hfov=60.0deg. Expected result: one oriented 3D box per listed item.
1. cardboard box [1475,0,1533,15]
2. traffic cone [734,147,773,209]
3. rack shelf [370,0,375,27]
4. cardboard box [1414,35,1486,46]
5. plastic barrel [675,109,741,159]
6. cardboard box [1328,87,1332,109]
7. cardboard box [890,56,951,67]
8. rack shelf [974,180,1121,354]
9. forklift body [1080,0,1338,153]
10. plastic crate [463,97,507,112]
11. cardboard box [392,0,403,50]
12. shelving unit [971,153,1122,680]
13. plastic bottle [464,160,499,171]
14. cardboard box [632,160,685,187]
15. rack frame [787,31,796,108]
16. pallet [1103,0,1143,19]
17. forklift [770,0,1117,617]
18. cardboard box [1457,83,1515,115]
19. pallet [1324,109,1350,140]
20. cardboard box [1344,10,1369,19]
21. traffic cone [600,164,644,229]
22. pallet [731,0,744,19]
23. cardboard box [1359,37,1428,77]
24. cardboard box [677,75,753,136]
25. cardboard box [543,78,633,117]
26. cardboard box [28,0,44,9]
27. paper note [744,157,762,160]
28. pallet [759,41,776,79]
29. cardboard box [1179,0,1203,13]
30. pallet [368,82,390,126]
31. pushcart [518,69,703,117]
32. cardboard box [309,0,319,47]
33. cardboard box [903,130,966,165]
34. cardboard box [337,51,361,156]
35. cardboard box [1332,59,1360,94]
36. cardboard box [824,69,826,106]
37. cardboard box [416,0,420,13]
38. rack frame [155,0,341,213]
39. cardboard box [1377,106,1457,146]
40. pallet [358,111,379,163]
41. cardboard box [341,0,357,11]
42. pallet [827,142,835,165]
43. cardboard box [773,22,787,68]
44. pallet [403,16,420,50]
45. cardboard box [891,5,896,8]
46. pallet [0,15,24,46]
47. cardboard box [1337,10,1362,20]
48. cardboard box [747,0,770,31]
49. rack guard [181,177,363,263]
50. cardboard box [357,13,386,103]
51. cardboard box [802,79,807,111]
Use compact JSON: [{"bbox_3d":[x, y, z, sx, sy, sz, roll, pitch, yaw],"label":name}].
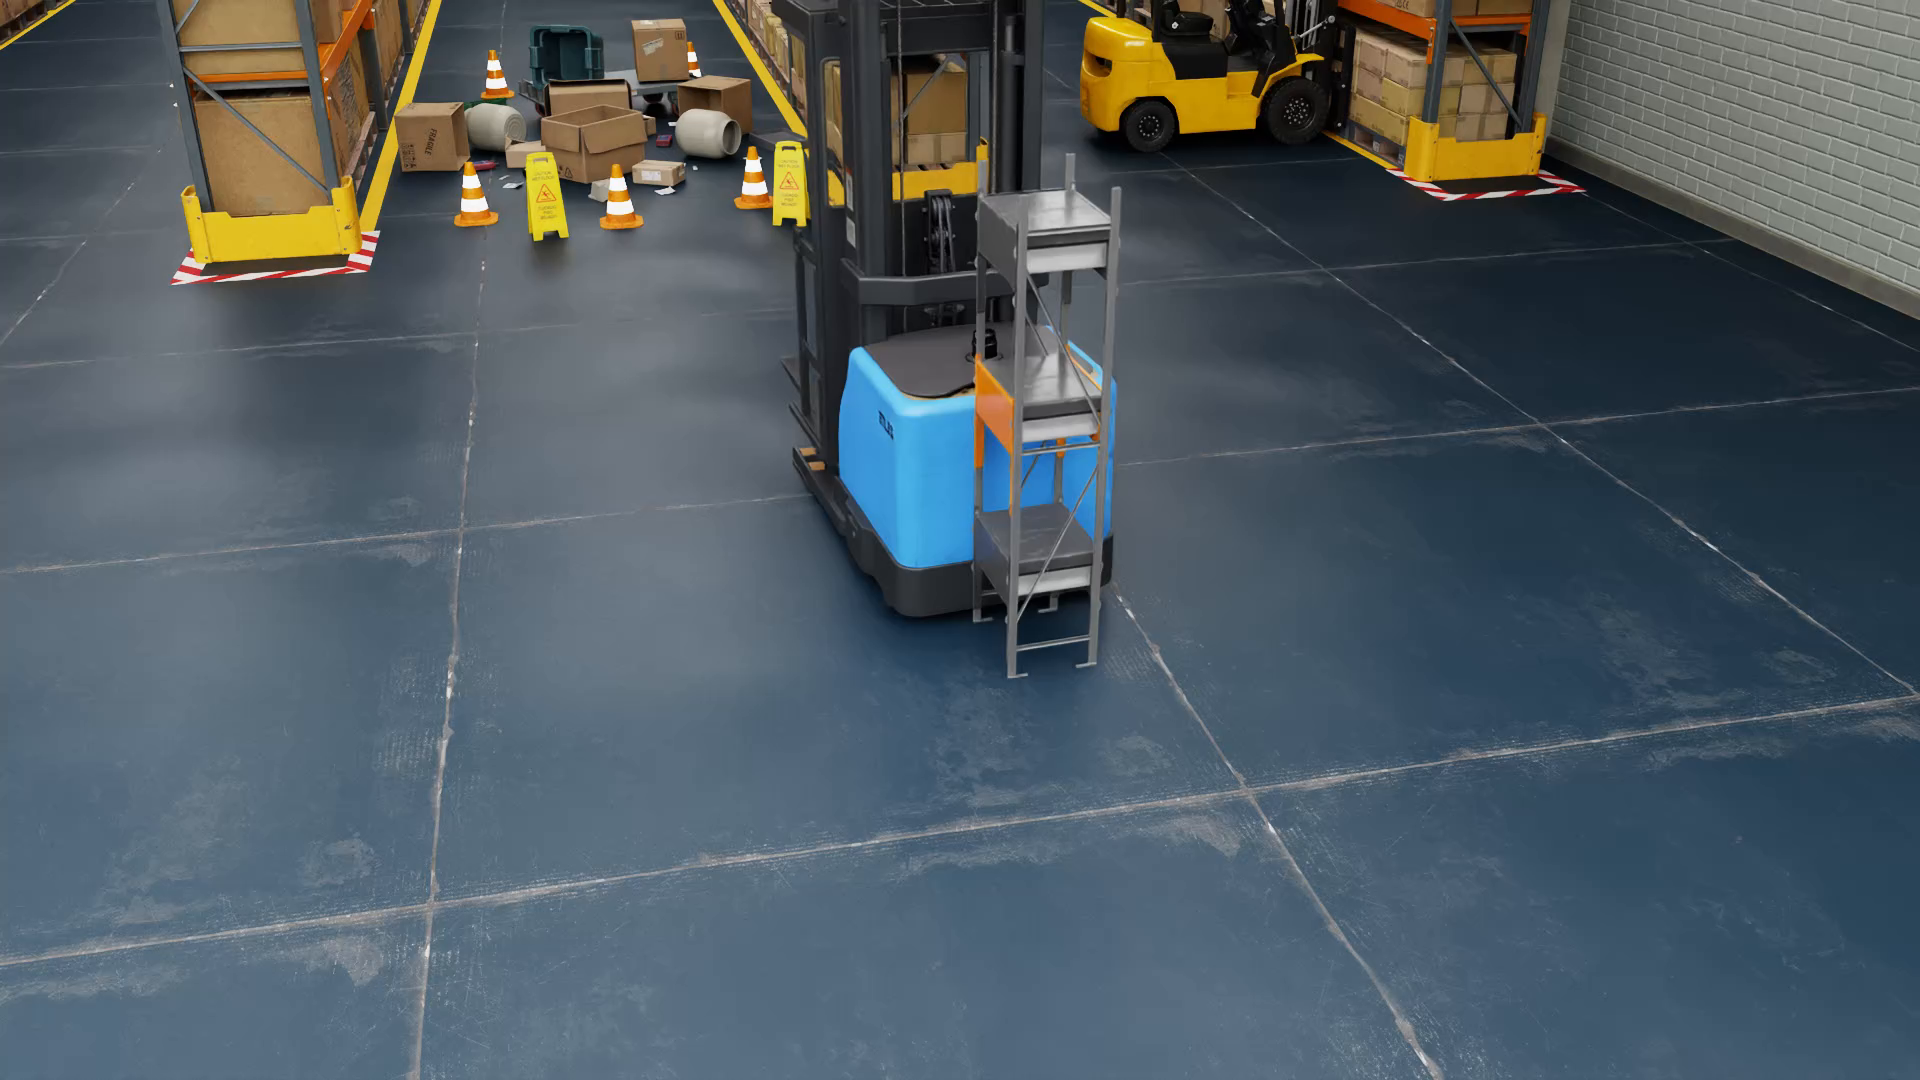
[{"bbox_3d":[4.655,-4.869,14.457,0.500,0.500,0.500,-5,27,-10],"label":"cardboard box"},{"bbox_3d":[-1.693,-2.998,13.677,0.336,0.463,0.334,-6,27,-12],"label":"traffic cone"},{"bbox_3d":[-6.492,-5.839,17.288,1.077,0.370,4.000,-6,27,-12],"label":"rack shelf"},{"bbox_3d":[4.456,-4.434,15.182,0.500,0.250,0.500,-6,27,-12],"label":"cardboard box"},{"bbox_3d":[-2.280,-3.676,15.063,0.512,0.421,0.421,13,30,24],"label":"plastic barrel"},{"bbox_3d":[3.736,-4.378,16.181,0.500,0.250,0.500,-5,27,-10],"label":"cardboard box"},{"bbox_3d":[-0.380,-3.989,14.578,0.500,0.500,0.500,-7,28,-14],"label":"cardboard box"},{"bbox_3d":[0.334,-1.077,6.517,0.431,0.518,0.480,-8,29,-15],"label":"rack shelf"},{"bbox_3d":[2.291,-4.847,15.466,2.313,2.155,1.214,-6,27,-12],"label":"forklift body"},{"bbox_3d":[-4.725,-4.109,16.119,0.450,0.188,0.662,-2,25,20],"label":"plastic crate"},{"bbox_3d":[-6.893,-5.945,18.730,1.050,0.750,0.750,-6,27,-12],"label":"cardboard box"},{"bbox_3d":[0.330,-0.471,6.840,0.431,2.100,0.503,-8,29,-15],"label":"shelving unit"},{"bbox_3d":[-4.248,-3.324,14.768,0.283,0.061,0.133,-16,31,-29],"label":"plastic bottle"},{"bbox_3d":[-2.603,-3.170,14.366,0.380,0.149,0.250,8,28,15],"label":"cardboard box"},{"bbox_3d":[-1.241,-5.829,16.470,1.000,3.000,0.127,-6,27,-12],"label":"rack frame"},{"bbox_3d":[2.561,-7.177,22.236,1.003,0.211,1.213,-6,27,-12],"label":"pallet"},{"bbox_3d":[-0.256,-1.609,8.184,1.130,2.935,3.031,-9,28,-17],"label":"forklift"},{"bbox_3d":[4.592,-3.989,14.856,0.500,0.250,0.500,-5,27,-11],"label":"cardboard box"},{"bbox_3d":[4.011,-4.200,16.337,1.003,0.211,1.213,-6,27,-12],"label":"pallet"},{"bbox_3d":[4.123,-5.100,16.502,0.500,0.250,0.500,-6,27,-11],"label":"cardboard box"},{"bbox_3d":[-2.698,-2.736,13.158,0.336,0.463,0.334,-6,27,-12],"label":"traffic cone"},{"bbox_3d":[-2.518,-7.228,22.337,1.003,0.211,1.213,-6,27,-12],"label":"pallet"},{"bbox_3d":[3.967,-4.379,15.073,0.500,0.250,0.500,-5,27,-11],"label":"cardboard box"},{"bbox_3d":[-2.325,-4.106,15.827,0.500,0.500,0.500,13,30,24],"label":"cardboard box"},{"bbox_3d":[-3.421,-3.943,15.353,0.797,0.637,0.503,-6,27,-12],"label":"cardboard box"},{"bbox_3d":[-12.535,-7.295,21.266,1.225,0.875,0.875,-6,27,-11],"label":"cardboard box"},{"bbox_3d":[-1.876,-3.471,15.093,0.142,0.019,0.148,-16,31,-29],"label":"paper note"},{"bbox_3d":[-1.696,-5.462,18.838,1.003,0.211,1.213,-6,27,-12],"label":"pallet"},{"bbox_3d":[3.127,-6.361,19.694,0.875,0.625,0.625,-7,28,-14],"label":"cardboard box"},{"bbox_3d":[-6.288,-4.368,16.670,1.003,0.211,1.213,-6,27,-12],"label":"pallet"},{"bbox_3d":[-3.451,-4.405,16.558,1.648,0.377,0.936,-16,31,-29],"label":"pushcart"},{"bbox_3d":[-5.412,-3.991,12.661,0.875,0.550,0.550,-6,27,-12],"label":"cardboard box"},{"bbox_3d":[-0.252,-3.415,14.273,0.500,0.250,0.500,-6,27,-12],"label":"cardboard box"},{"bbox_3d":[-5.760,-3.842,14.426,0.875,0.875,0.875,-6,27,-11],"label":"cardboard box"},{"bbox_3d":[3.842,-4.390,15.649,0.500,0.250,0.500,-7,28,-13],"label":"cardboard box"},{"bbox_3d":[-1.002,-4.144,14.885,0.500,0.500,0.500,-7,28,-13],"label":"cardboard box"},{"bbox_3d":[-7.090,-6.891,20.882,0.500,0.500,0.500,-7,28,-13],"label":"cardboard box"},{"bbox_3d":[-5.139,-3.526,11.907,1.000,3.000,0.127,-6,27,-12],"label":"rack frame"},{"bbox_3d":[4.082,-3.713,14.863,0.500,0.250,0.500,-6,27,-11],"label":"cardboard box"},{"bbox_3d":[-5.946,-3.695,15.337,1.003,0.211,1.213,-6,27,-12],"label":"pallet"},{"bbox_3d":[-5.800,-4.949,14.560,0.875,0.550,0.550,-6,27,-12],"label":"cardboard box"},{"bbox_3d":[-0.777,-3.756,15.458,1.003,0.211,1.213,-6,27,-12],"label":"pallet"},{"bbox_3d":[-1.527,-5.389,18.048,0.950,0.372,0.625,-4,27,-8],"label":"cardboard box"},{"bbox_3d":[-7.117,-6.136,20.173,1.003,0.211,1.213,-6,27,-12],"label":"pallet"},{"bbox_3d":[-0.730,-4.461,13.318,0.500,0.500,0.500,-6,27,-13],"label":"cardboard box"},{"bbox_3d":[-12.173,-6.222,20.343,1.003,0.211,1.213,-6,27,-12],"label":"pallet"},{"bbox_3d":[3.626,-5.054,16.410,0.500,0.250,0.500,-5,27,-10],"label":"cardboard box"},{"bbox_3d":[-2.025,-6.350,19.953,0.950,0.372,0.625,-8,28,-15],"label":"cardboard box"},{"bbox_3d":[-5.134,-2.400,12.449,1.175,0.500,0.348,-6,27,-12],"label":"rack guard"},{"bbox_3d":[-6.268,-4.729,16.320,1.050,0.750,0.750,-6,27,-12],"label":"cardboard box"},{"bbox_3d":[-1.240,-4.269,15.965,0.500,0.250,0.500,-4,27,-9],"label":"cardboard box"}]
